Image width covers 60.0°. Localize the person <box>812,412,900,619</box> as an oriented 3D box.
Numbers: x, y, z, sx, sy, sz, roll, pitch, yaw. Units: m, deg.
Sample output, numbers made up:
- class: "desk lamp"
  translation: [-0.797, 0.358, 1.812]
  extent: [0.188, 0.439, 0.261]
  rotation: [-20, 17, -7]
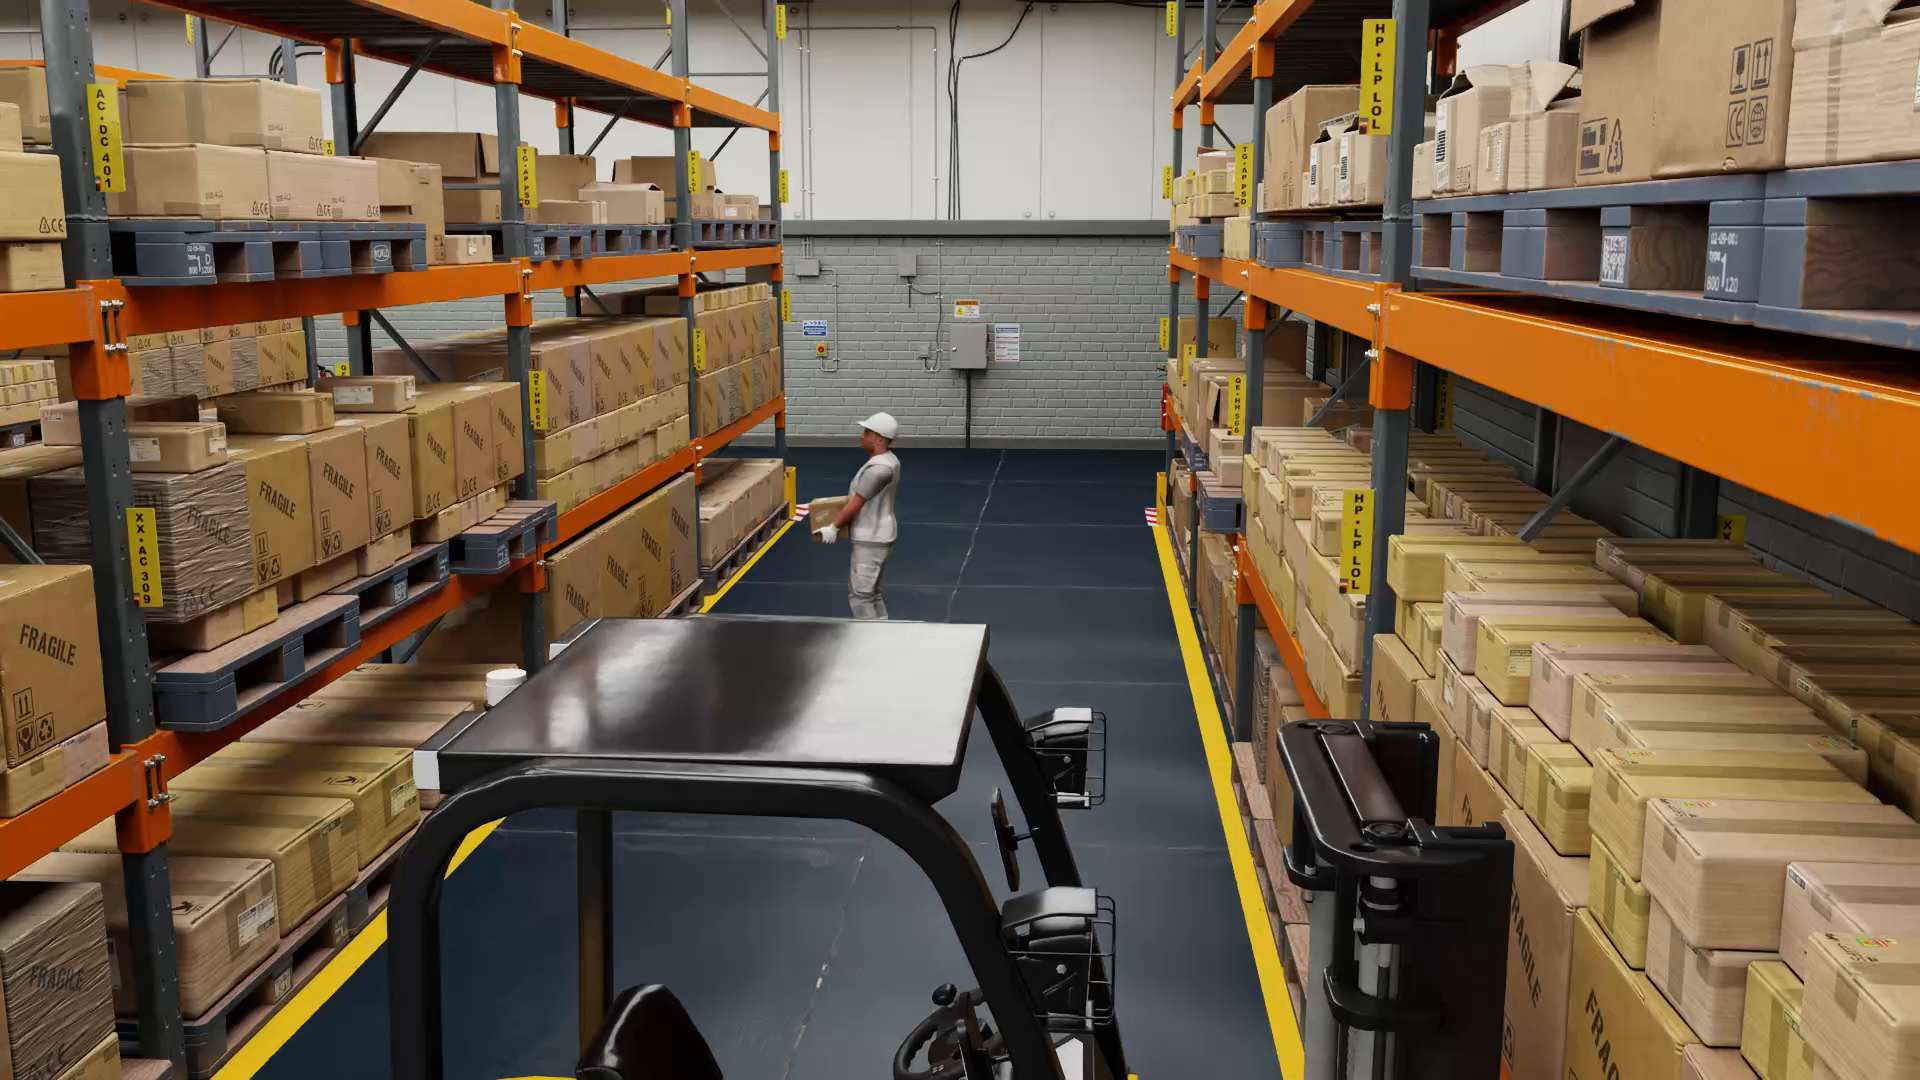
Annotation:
- class: "person"
  translation: [-0.696, 0.024, 11.251]
  extent: [0.573, 1.781, 0.494]
  rotation: [1, 11, 4]
